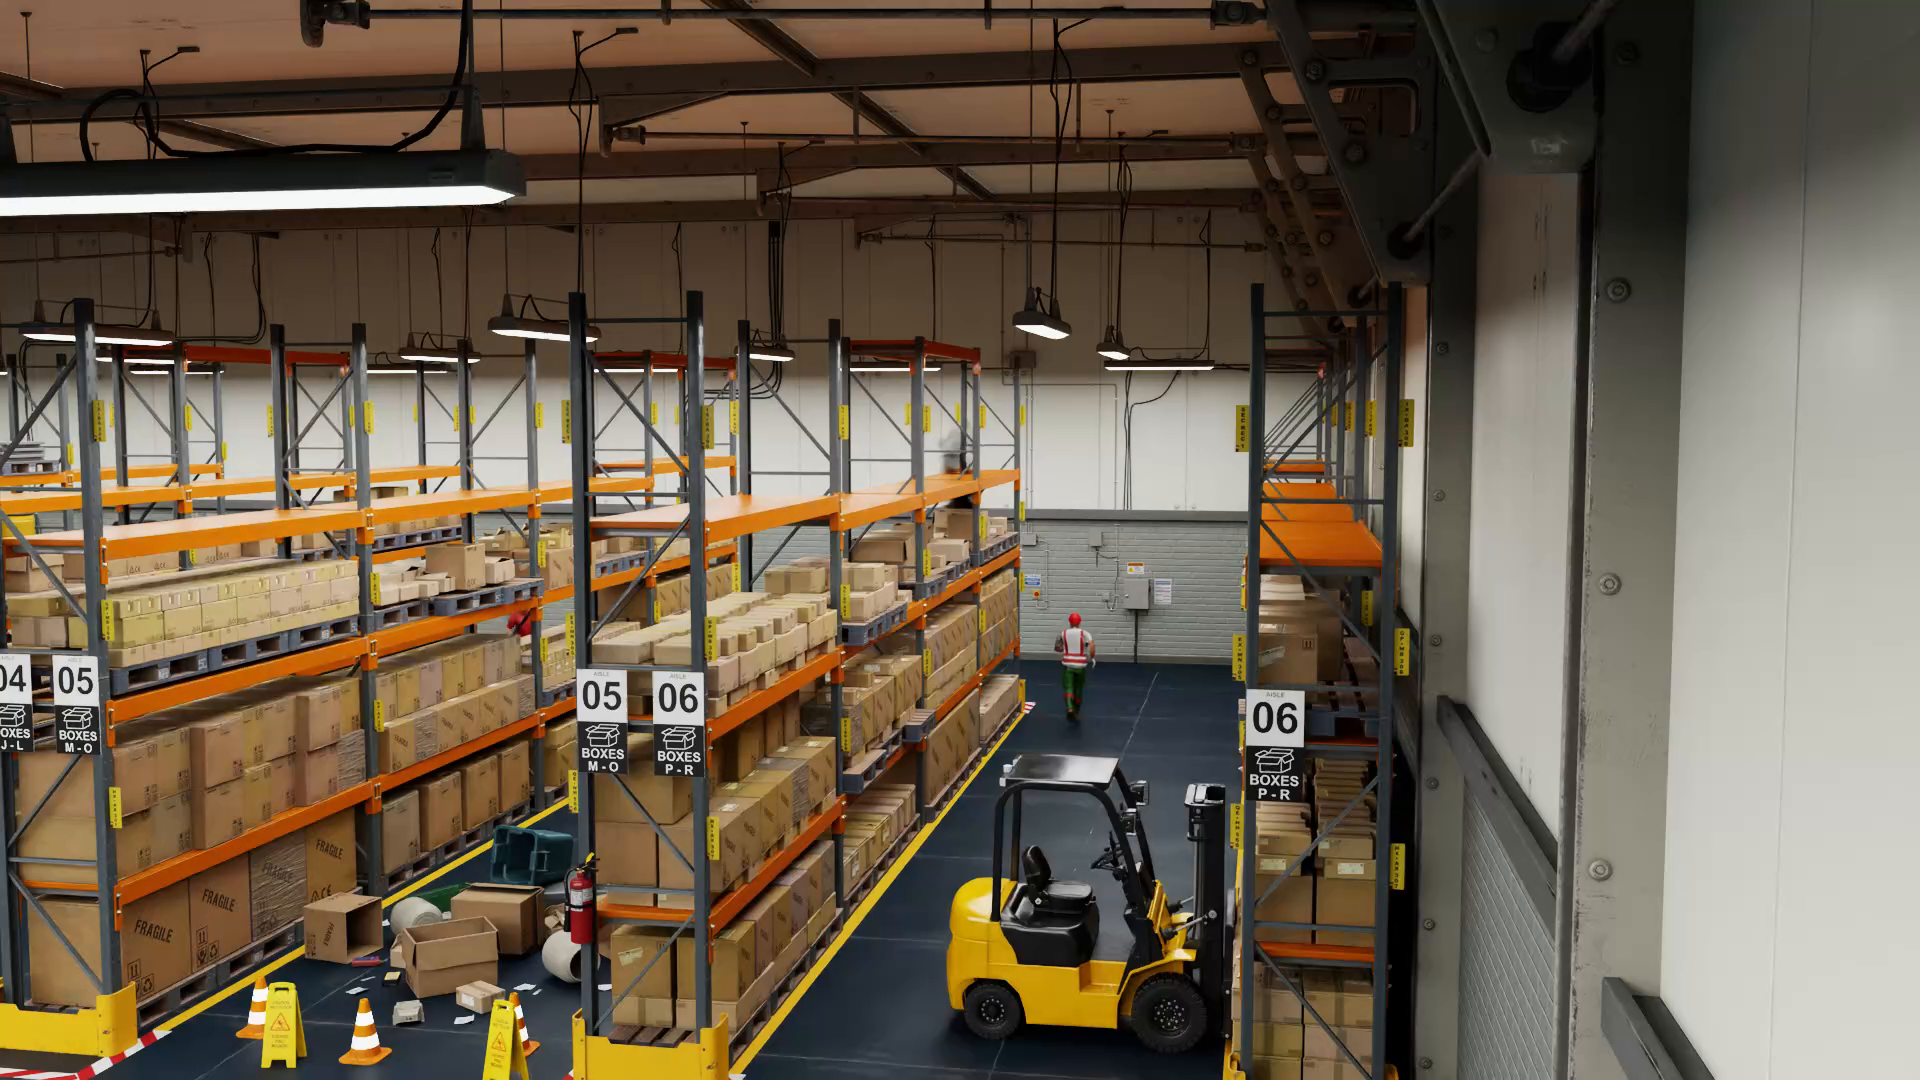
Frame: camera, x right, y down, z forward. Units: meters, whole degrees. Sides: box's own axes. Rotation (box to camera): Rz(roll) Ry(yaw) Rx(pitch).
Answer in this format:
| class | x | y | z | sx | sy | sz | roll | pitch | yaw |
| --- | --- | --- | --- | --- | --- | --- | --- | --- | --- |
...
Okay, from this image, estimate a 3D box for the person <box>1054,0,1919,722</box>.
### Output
| class | x | y | z | sx | sy | sz | roll | pitch | yaw |
| --- | --- | --- | --- | --- | --- | --- | --- | --- | --- |
| person | 1.810 | -0.469 | 13.737 | 2.818 | 8.947 | 27.134 | 0 | 5 | 5 |
